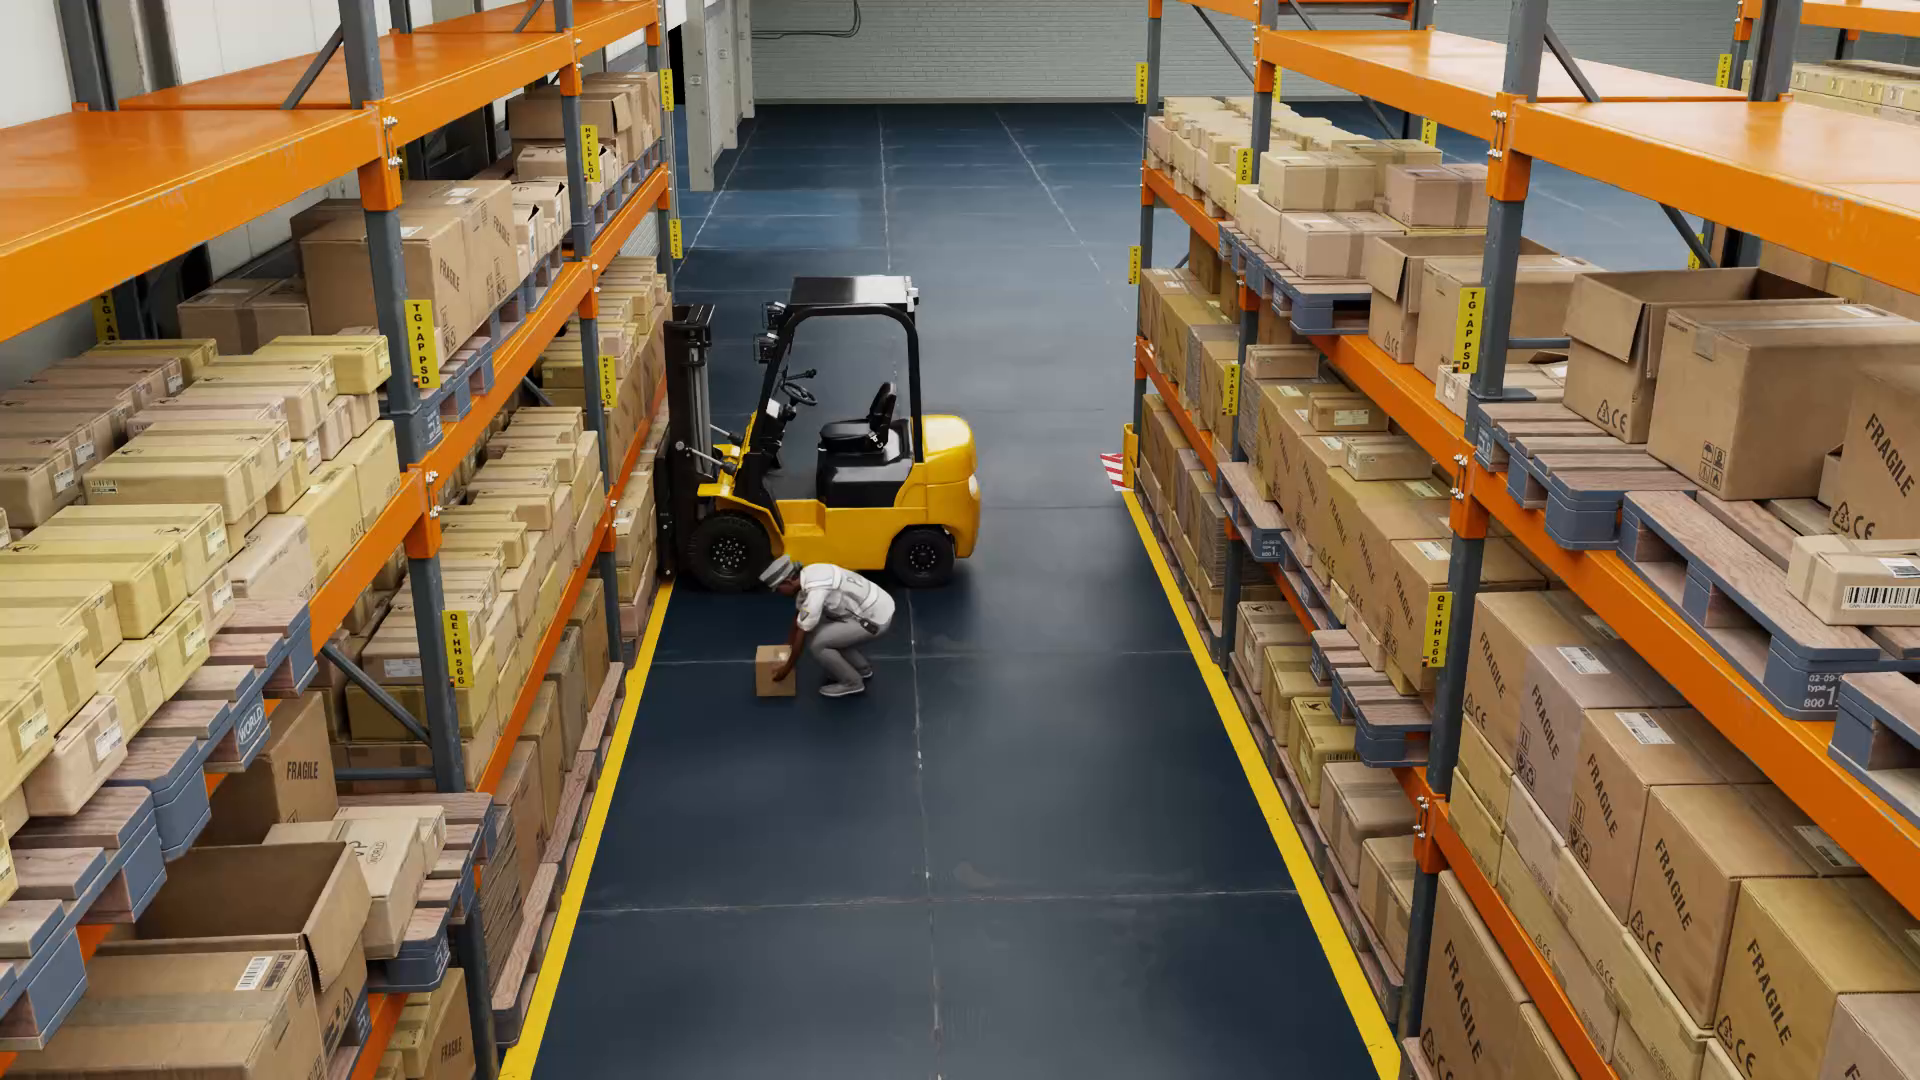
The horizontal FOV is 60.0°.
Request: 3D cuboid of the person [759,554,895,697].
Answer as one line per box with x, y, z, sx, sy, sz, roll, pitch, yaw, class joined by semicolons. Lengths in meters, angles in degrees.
-0.848;0.525;10.705;0.859;0.948;0.484;-1;21;-3;person
